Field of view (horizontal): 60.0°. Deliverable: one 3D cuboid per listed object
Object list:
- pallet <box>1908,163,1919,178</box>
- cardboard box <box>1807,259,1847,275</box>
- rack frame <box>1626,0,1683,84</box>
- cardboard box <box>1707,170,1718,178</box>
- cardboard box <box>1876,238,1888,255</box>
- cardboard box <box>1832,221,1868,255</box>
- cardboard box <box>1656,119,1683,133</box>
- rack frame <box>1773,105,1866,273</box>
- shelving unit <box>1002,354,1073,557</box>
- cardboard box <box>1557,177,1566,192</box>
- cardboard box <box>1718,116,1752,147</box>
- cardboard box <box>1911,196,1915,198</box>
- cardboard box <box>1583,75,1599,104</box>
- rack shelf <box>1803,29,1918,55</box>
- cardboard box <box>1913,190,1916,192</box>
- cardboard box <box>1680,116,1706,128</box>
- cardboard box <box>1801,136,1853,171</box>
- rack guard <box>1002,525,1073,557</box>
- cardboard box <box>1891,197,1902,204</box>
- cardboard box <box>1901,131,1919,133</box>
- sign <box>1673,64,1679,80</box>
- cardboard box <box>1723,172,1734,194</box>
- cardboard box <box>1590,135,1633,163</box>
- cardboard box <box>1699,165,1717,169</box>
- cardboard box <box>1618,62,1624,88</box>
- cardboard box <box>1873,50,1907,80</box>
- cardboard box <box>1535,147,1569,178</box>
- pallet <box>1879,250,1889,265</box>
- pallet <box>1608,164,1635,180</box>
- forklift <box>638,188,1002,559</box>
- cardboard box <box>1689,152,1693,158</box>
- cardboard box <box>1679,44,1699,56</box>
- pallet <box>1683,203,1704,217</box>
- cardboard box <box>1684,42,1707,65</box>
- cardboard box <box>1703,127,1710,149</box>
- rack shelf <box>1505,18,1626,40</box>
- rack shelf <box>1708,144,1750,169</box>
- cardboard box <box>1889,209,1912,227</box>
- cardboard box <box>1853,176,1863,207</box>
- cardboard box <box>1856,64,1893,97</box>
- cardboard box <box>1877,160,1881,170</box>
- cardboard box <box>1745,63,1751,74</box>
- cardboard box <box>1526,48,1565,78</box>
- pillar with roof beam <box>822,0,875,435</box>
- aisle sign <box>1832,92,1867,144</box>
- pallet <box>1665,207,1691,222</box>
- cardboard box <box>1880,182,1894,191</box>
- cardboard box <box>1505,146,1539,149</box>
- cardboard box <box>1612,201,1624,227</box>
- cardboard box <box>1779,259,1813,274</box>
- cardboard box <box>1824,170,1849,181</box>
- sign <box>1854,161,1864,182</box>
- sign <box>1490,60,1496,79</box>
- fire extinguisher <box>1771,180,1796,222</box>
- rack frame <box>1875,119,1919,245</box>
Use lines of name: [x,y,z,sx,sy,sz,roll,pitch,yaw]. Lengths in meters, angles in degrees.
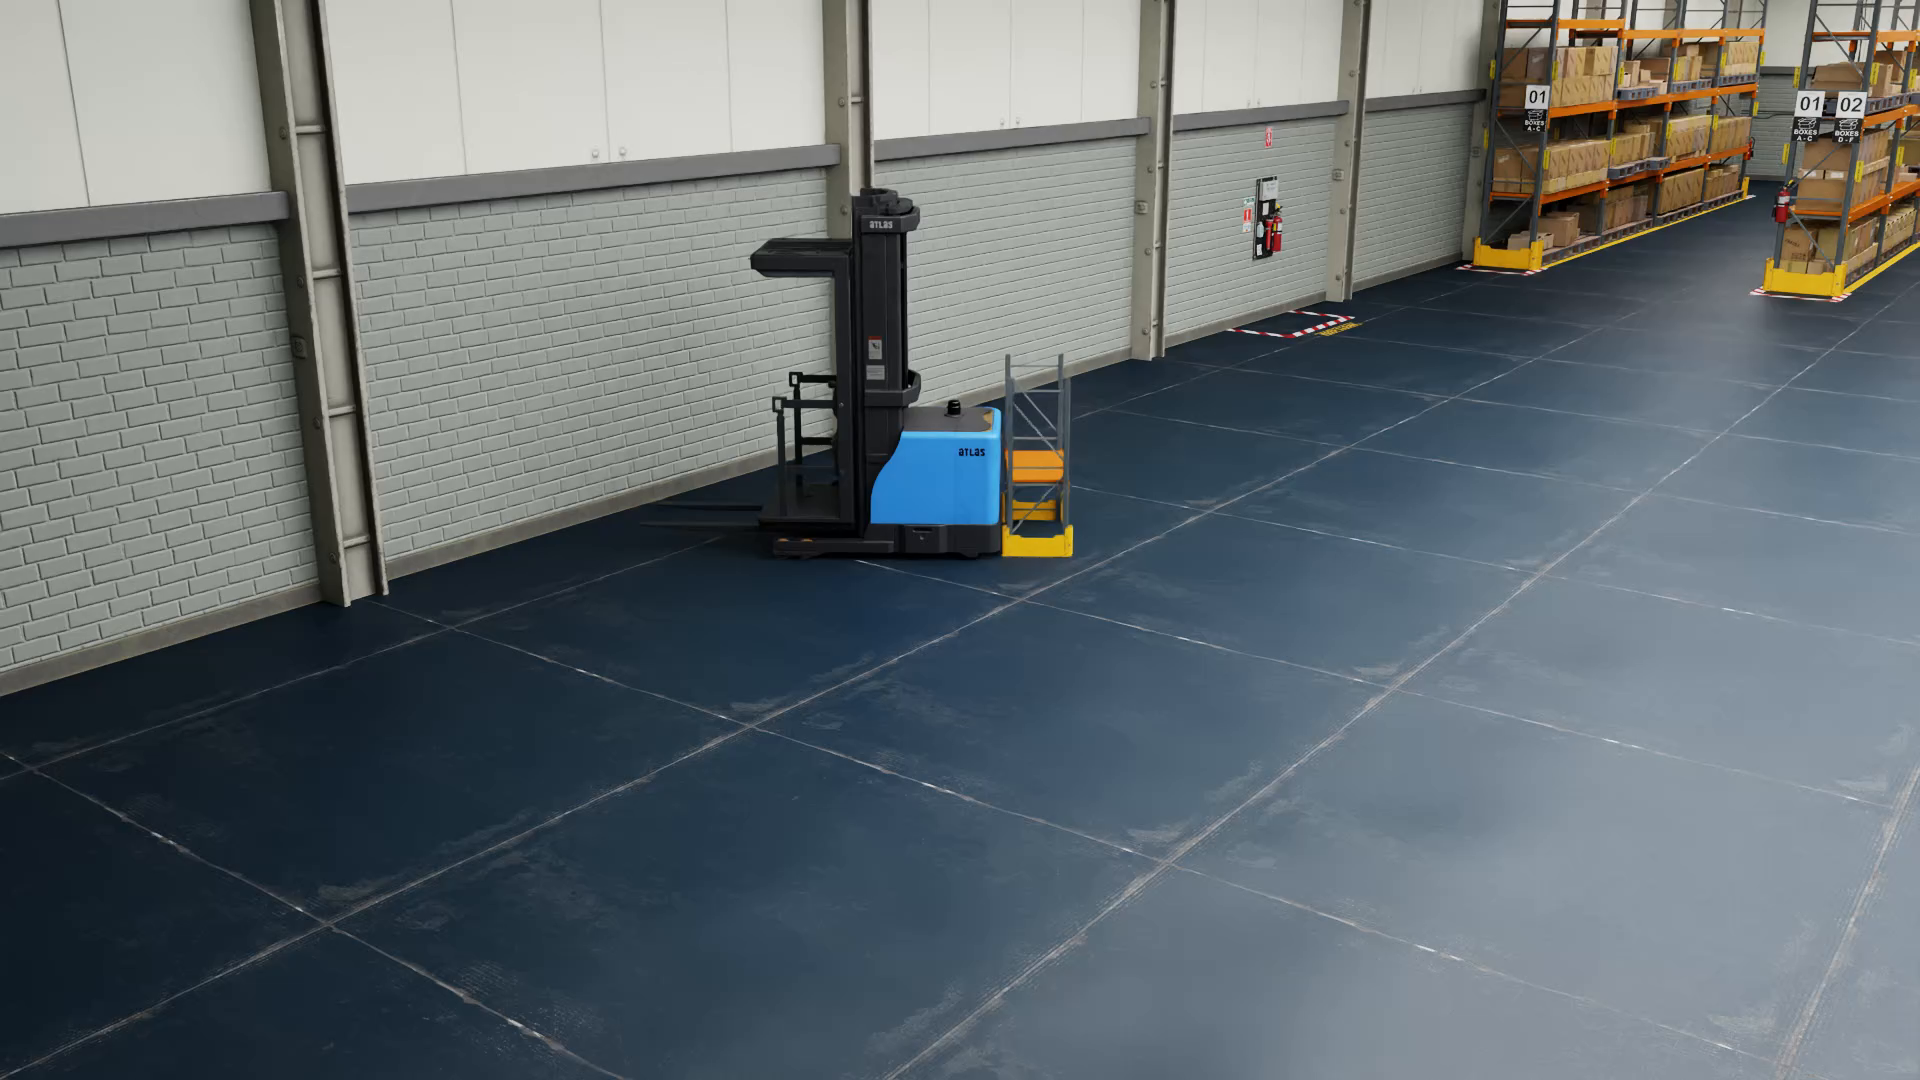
pallet: [19.001,-7.508,33.687,1.213,0.211,1.003,12,21,35]
cardboard box: [14.385,-4.496,27.593,0.500,0.250,0.500,12,21,35]
rack frame: [14.673,-11.165,35.025,1.000,3.000,0.127,12,21,35]
cardboard box: [17.935,-8.779,39.869,0.380,0.149,0.250,13,22,37]
cardboard box: [16.709,-5.413,30.545,0.500,0.250,0.500,12,21,33]
cardboard box: [15.281,-5.211,28.631,0.500,0.500,0.500,12,21,35]
cardboard box: [15.470,-9.049,36.356,0.500,0.250,0.500,12,21,34]
rack frame: [13.887,-5.520,26.963,1.000,3.000,0.127,12,21,35]
shelving unit: [0.642,-0.739,14.093,0.587,1.500,1.083,0,17,0]
cardboard box: [10.750,-6.519,30.398,0.500,0.250,0.500,12,21,33]
cardboard box: [19.143,-10.226,41.609,0.980,0.700,0.700,14,22,37]
cardboard box: [20.372,-6.991,35.172,0.500,0.500,0.500,13,21,35]
cardboard box: [11.576,-8.417,31.029,0.500,0.500,0.500,11,21,33]
rack shelf: [15.078,-8.327,27.773,1.077,0.370,4.000,12,21,35]
cardboard box: [21.148,-7.581,37.070,0.500,0.500,0.500,12,21,35]
cardboard box: [16.671,-9.534,37.919,0.500,0.250,0.500,13,21,36]
cardboard box: [14.206,-6.309,27.147,0.700,0.500,0.500,13,21,35]
rack guard: [0.640,0.006,13.803,0.587,0.250,0.087,0,17,0]
cardboard box: [19.052,-7.079,34.189,0.500,0.250,0.500,13,22,37]
cardboard box: [20.575,-8.554,35.853,0.700,0.500,0.500,5,18,16]
sign: [15.107,-9.883,35.083,0.100,0.325,0.005,12,21,35]
cardboard box: [18.804,-8.909,41.381,0.700,0.500,0.500,12,21,35]
cardboard box: [13.326,-8.015,34.085,0.700,0.500,0.500,16,24,42]
cardboard box: [18.566,-9.223,41.298,0.380,0.149,0.250,13,21,35]
cardboard box: [12.679,-9.145,32.698,0.500,0.500,0.500,16,24,42]
cardboard box: [16.669,-8.533,29.885,0.500,0.500,0.500,13,21,35]
cardboard box: [10.734,-6.867,30.255,0.500,0.500,0.500,12,21,35]
pallet: [16.678,-5.324,31.031,1.003,0.211,1.213,12,21,35]
pallet: [12.862,-7.412,33.378,1.003,0.211,1.213,12,21,35]
forklift: [-1.165,-1.397,13.799,3.031,2.935,1.130,1,17,2]
cardboard box: [16.451,-8.774,37.831,0.380,0.149,0.250,12,21,35]
cardboard box: [16.426,-11.115,37.746,0.500,0.250,0.500,14,22,39]
pallet: [16.657,-7.724,38.761,1.003,0.211,1.213,12,21,35]
cardboard box: [17.285,-11.428,39.040,0.500,0.500,0.500,12,21,34]
cardboard box: [16.983,-9.298,38.423,0.500,0.500,0.500,12,21,34]
rack shelf: [11.098,-9.391,30.530,1.077,0.370,4.000,12,21,35]
rack shelf: [18.248,-9.386,40.623,1.077,0.370,4.000,12,21,35]
cardboard box: [18.234,-6.288,32.417,0.500,0.311,0.500,12,21,34]
cardboard box: [14.784,-5.920,28.082,0.700,0.500,0.500,13,21,35]
cardboard box: [15.096,-7.615,27.538,0.500,0.500,0.500,12,21,35]
cardboard box: [15.821,-6.544,28.996,0.380,0.149,0.250,12,21,35]
cardboard box: [18.907,-11.469,40.438,0.500,0.250,0.500,11,21,33]
cardboard box: [10.330,-8.411,29.325,0.500,0.500,0.500,11,20,31]
pillar with roof beam: [2.361,-4.532,13.663,9.100,9.000,0.400,12,21,35]
aisle sign: [14.093,-6.692,26.353,0.394,0.787,0.004,12,21,35]
pallet: [15.930,-7.432,37.822,1.003,0.211,1.213,12,21,35]
cardboard box: [16.962,-6.528,30.631,0.380,0.149,0.250,12,21,35]
cardboard box: [10.324,-6.959,30.550,0.500,0.500,0.500,13,21,35]
cardboard box: [13.319,-6.789,34.519,0.700,0.500,0.500,13,21,35]
cardboard box: [13.969,-4.588,27.888,0.500,0.250,0.500,12,21,35]
cardboard box: [14.293,-5.933,27.030,0.380,0.149,0.250,12,21,34]
sign: [14.329,-5.872,26.502,0.100,0.325,0.005,12,21,35]
sign: [9.472,-8.353,29.534,0.100,0.325,0.005,12,21,35]
fire extinguisher: [13.443,-5.537,27.148,0.296,0.674,0.183,12,21,35]
rack frame: [18.653,-7.426,33.099,1.000,3.000,0.127,12,21,35]
